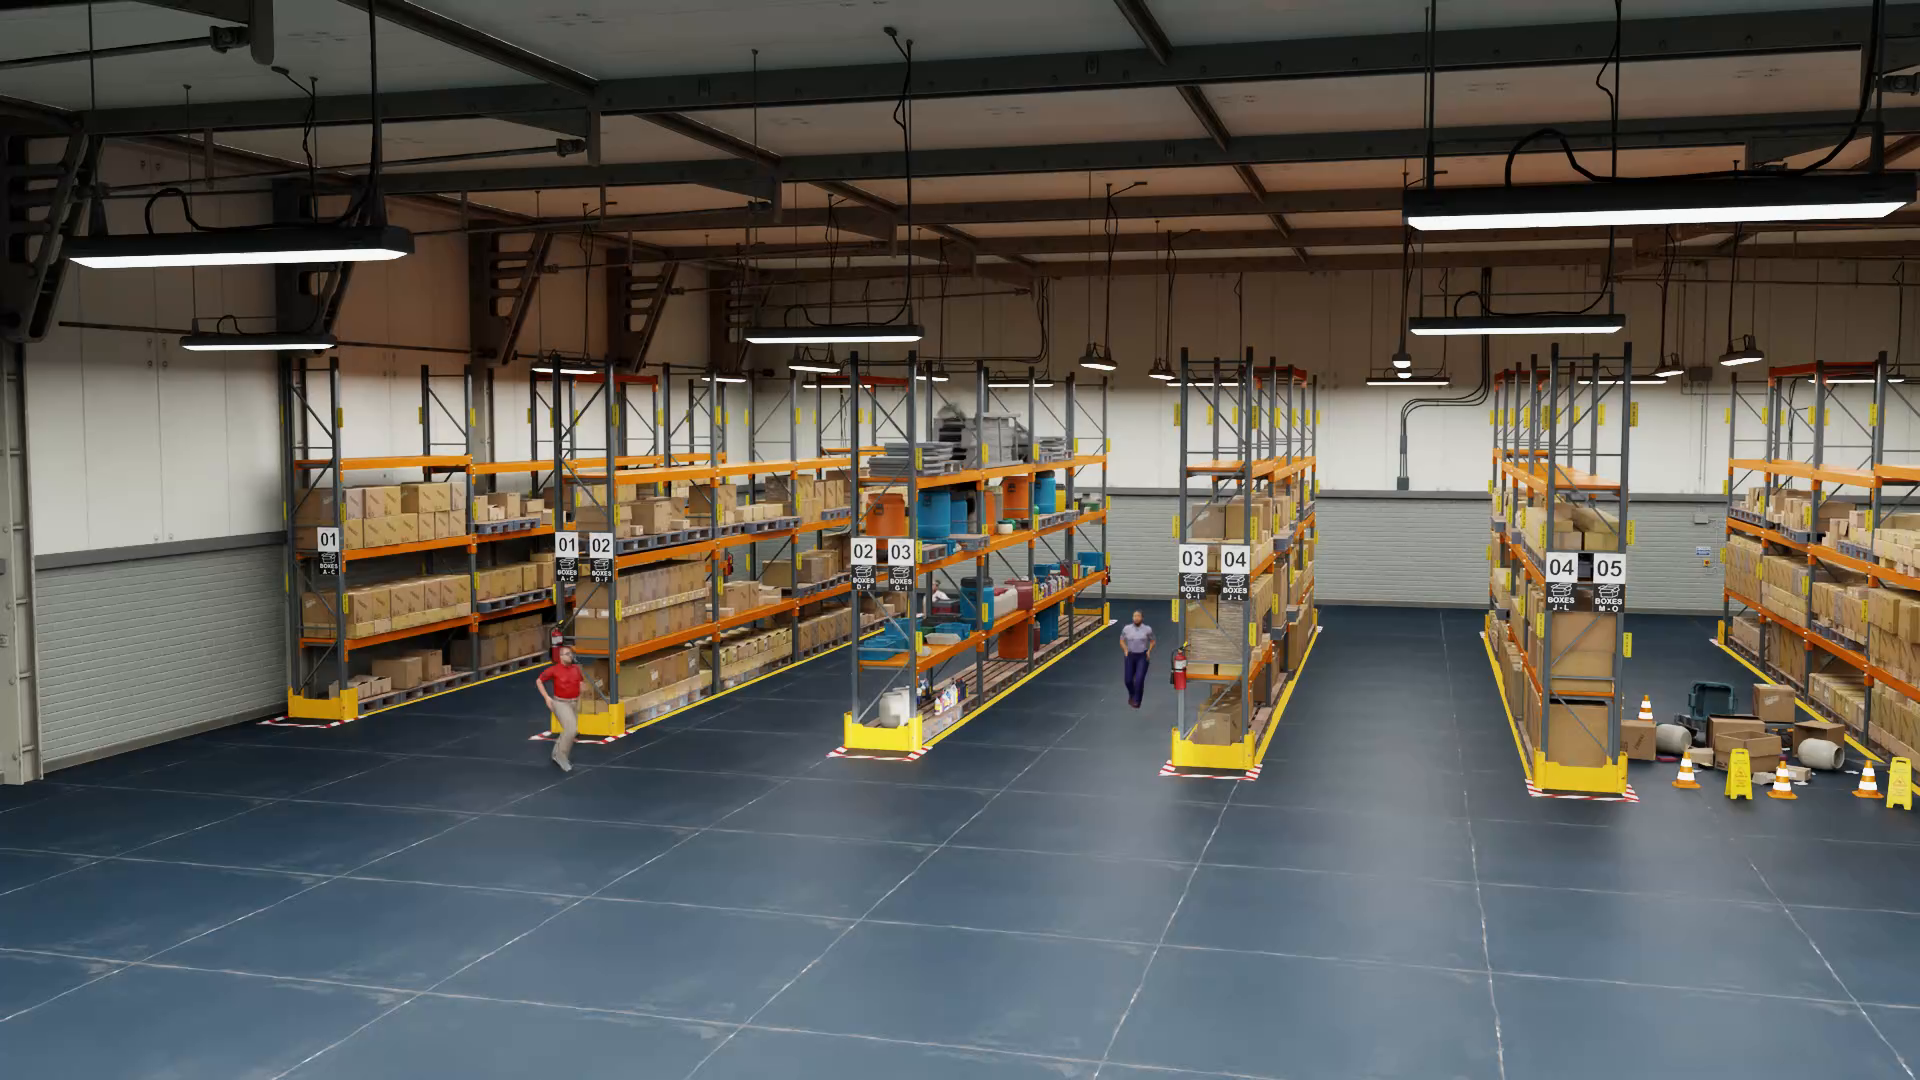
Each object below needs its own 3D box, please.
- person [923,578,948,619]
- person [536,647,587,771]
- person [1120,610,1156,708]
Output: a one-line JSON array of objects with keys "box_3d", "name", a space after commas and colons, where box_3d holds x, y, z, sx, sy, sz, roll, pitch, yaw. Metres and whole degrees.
[{"box_3d": [-0.528, 1.660, 33.709, 0.633, 1.798, 0.692, 1, 4, 18], "name": "person"}, {"box_3d": [-5.614, 2.413, 23.743, 0.742, 1.773, 0.638, 2, 5, 31], "name": "person"}, {"box_3d": [2.897, 1.949, 27.141, 0.595, 1.620, 0.519, 1, 4, 11], "name": "person"}]
